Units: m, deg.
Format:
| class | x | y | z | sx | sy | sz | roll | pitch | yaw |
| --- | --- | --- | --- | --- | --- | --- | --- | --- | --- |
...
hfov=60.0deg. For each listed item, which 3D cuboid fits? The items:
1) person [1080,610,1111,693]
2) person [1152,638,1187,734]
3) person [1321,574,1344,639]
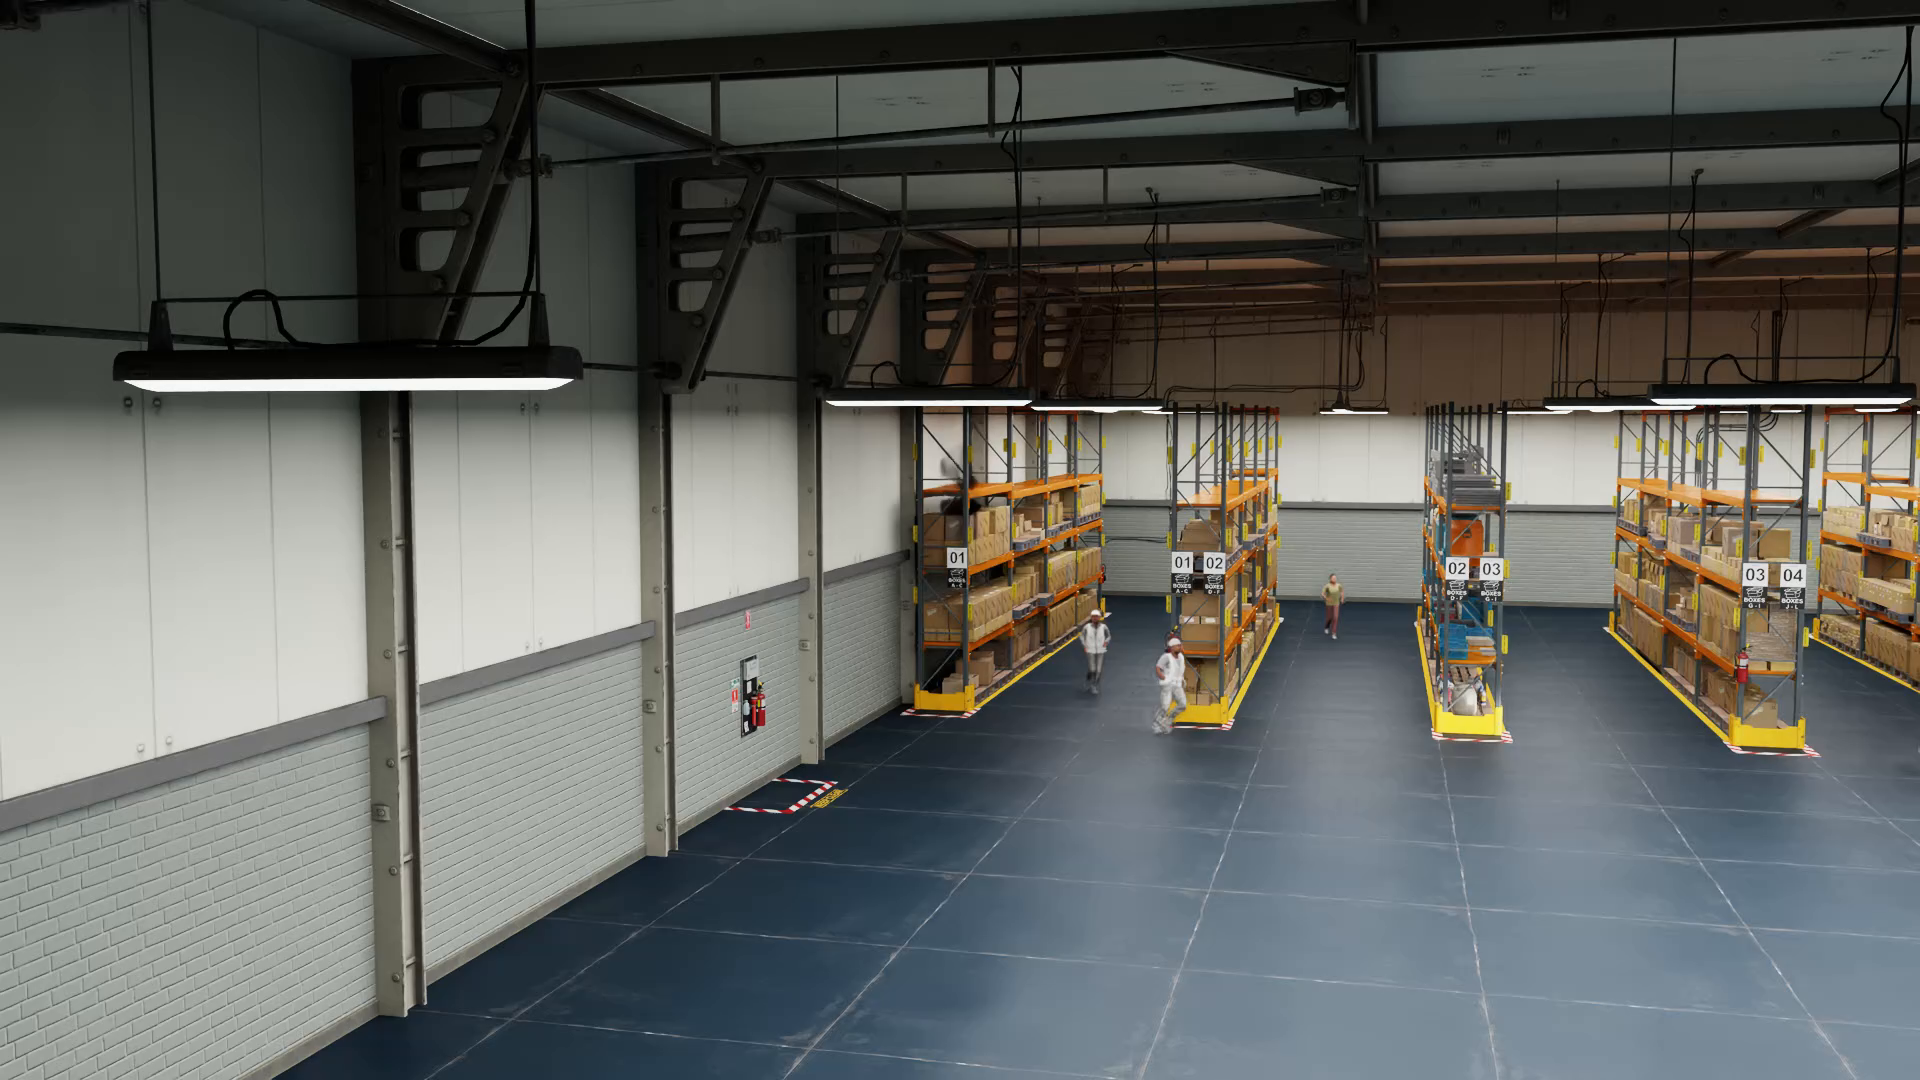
| class | x | y | z | sx | sy | sz | roll | pitch | yaw |
| --- | --- | --- | --- | --- | --- | --- | --- | --- | --- |
| person | 2.814 | 2.316 | 34.347 | 0.646 | 1.740 | 0.585 | 0 | 4 | -2 |
| person | 3.857 | 2.636 | 30.027 | 0.749 | 1.723 | 0.577 | -3 | 5 | -33 |
| person | 9.692 | 1.706 | 43.237 | 0.601 | 1.670 | 0.794 | 0 | 4 | 1 |
